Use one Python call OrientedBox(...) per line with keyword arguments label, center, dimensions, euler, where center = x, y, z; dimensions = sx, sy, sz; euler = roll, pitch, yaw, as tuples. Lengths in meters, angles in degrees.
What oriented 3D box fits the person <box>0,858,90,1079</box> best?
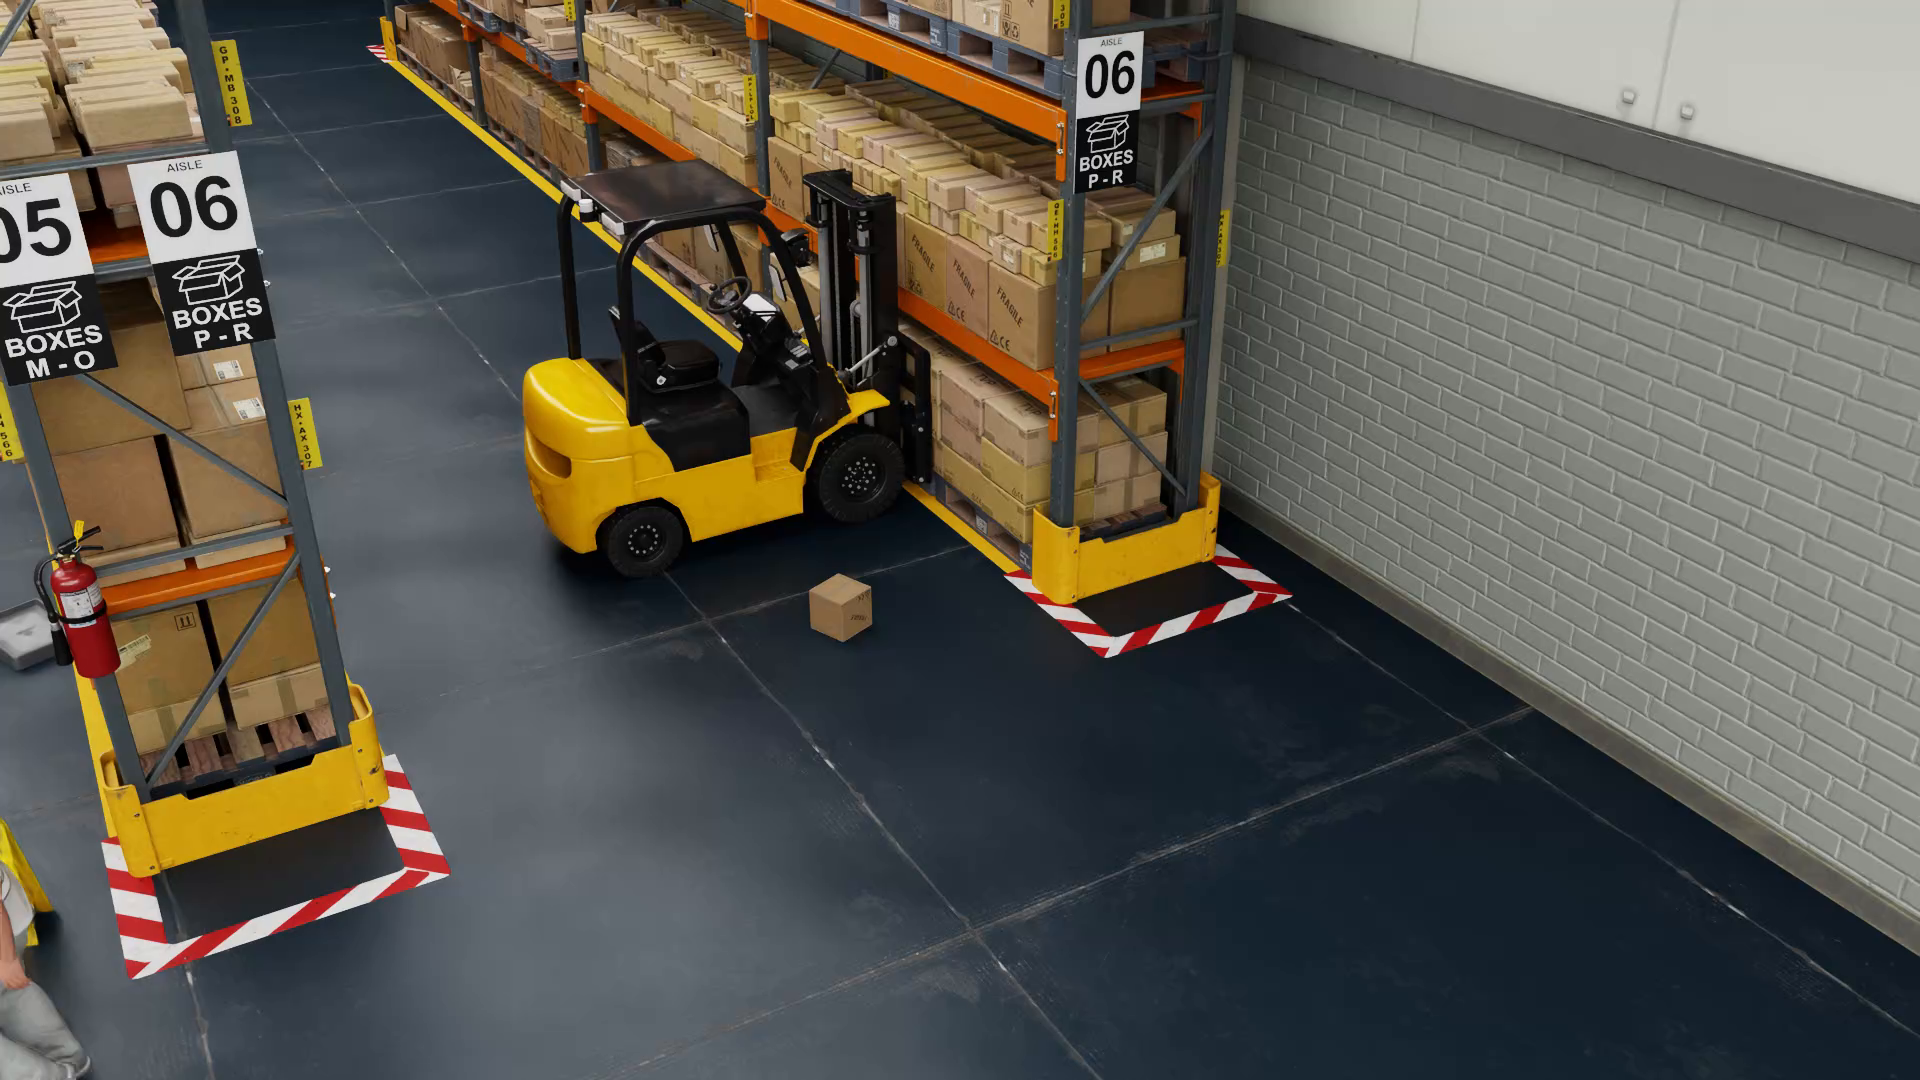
OrientedBox(label="person", center=(-3.570, 1.419, 5.956), dimensions=(0.489, 1.800, 0.542), euler=(-20, 35, -32))
